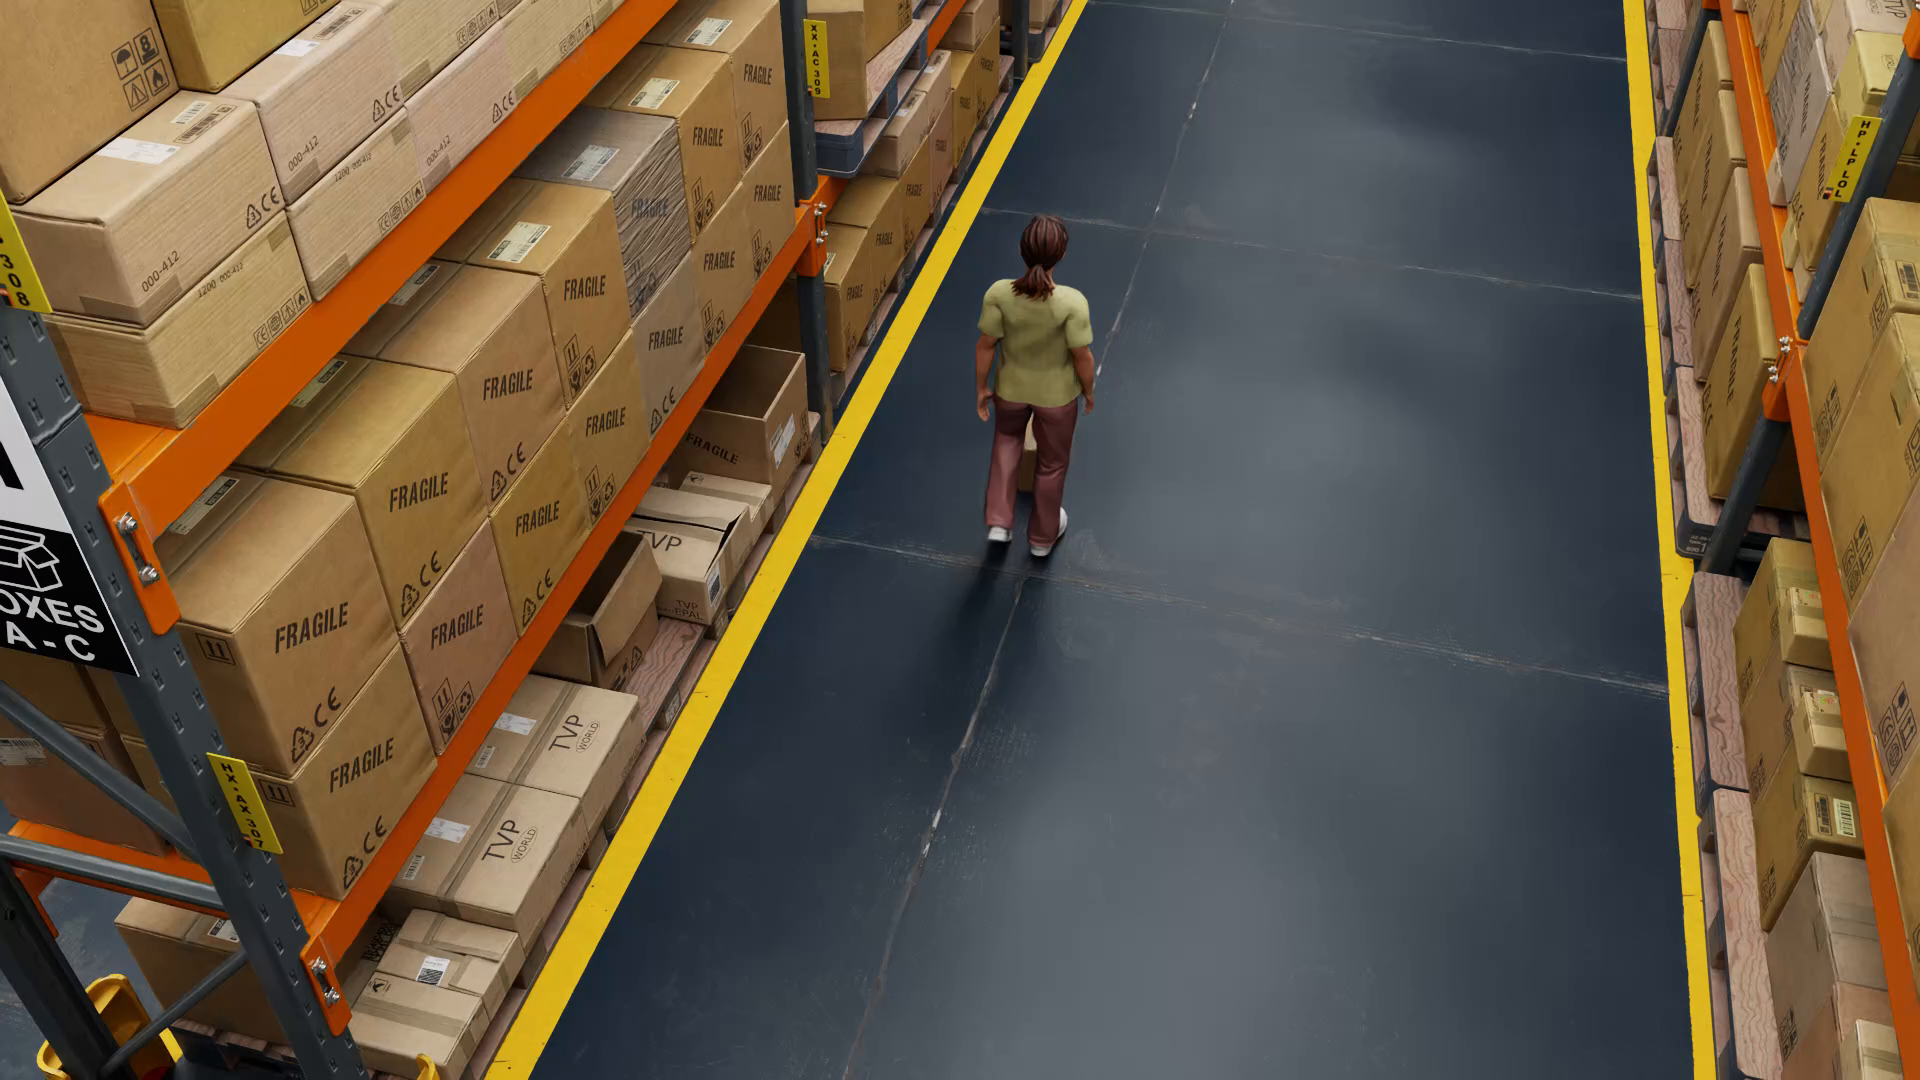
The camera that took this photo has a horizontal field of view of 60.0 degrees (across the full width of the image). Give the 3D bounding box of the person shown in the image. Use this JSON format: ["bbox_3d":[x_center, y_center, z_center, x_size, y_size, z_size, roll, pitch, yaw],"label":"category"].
[{"bbox_3d":[0.318,-0.609,6.837,0.469,1.683,0.443,12,42,13],"label":"person"}]
